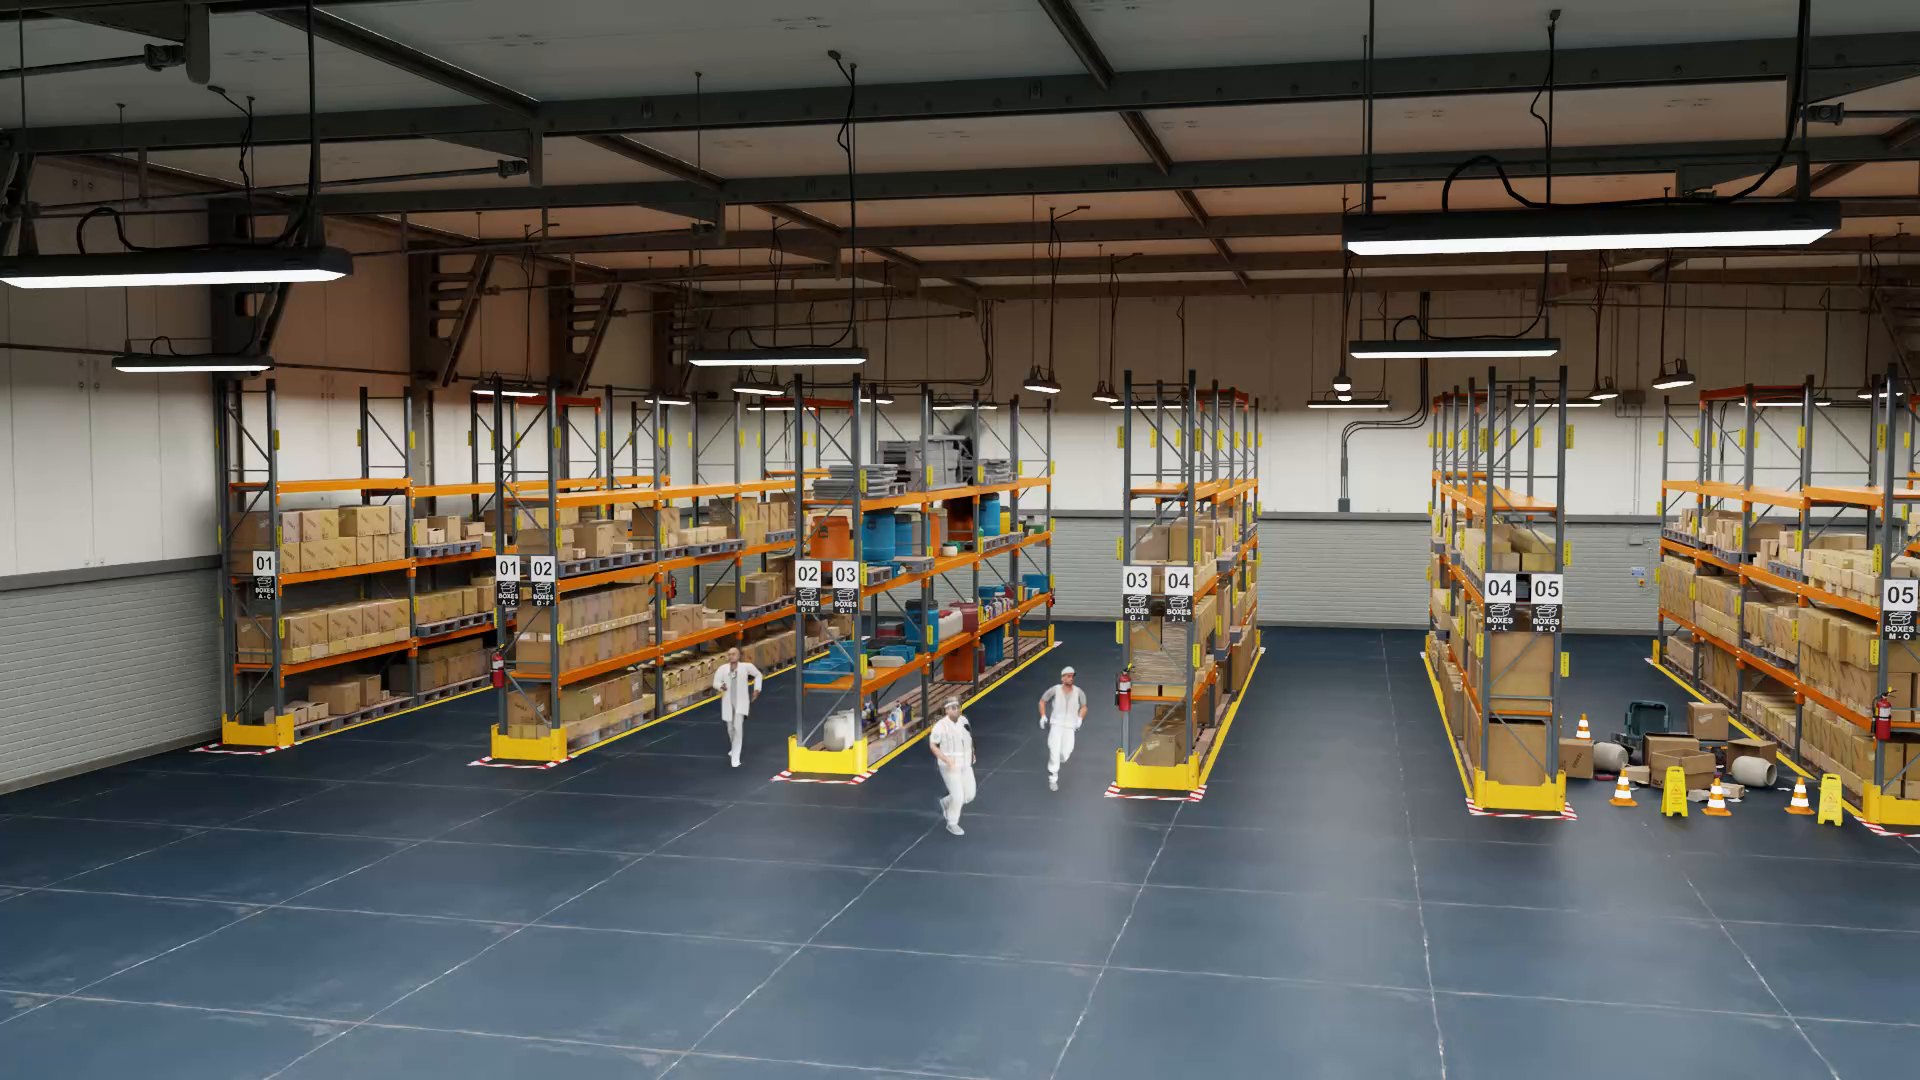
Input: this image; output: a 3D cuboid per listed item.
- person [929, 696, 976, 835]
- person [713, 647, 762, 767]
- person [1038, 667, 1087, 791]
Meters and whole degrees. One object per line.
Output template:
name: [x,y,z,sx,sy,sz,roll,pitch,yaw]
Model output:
person: [-0.087,2.860,21.294,0.661,1.755,0.563,-3,4,-39]
person: [-3.481,2.582,25.900,0.726,1.823,0.875,0,3,7]
person: [1.489,2.706,24.098,0.708,1.756,0.726,0,3,-6]
